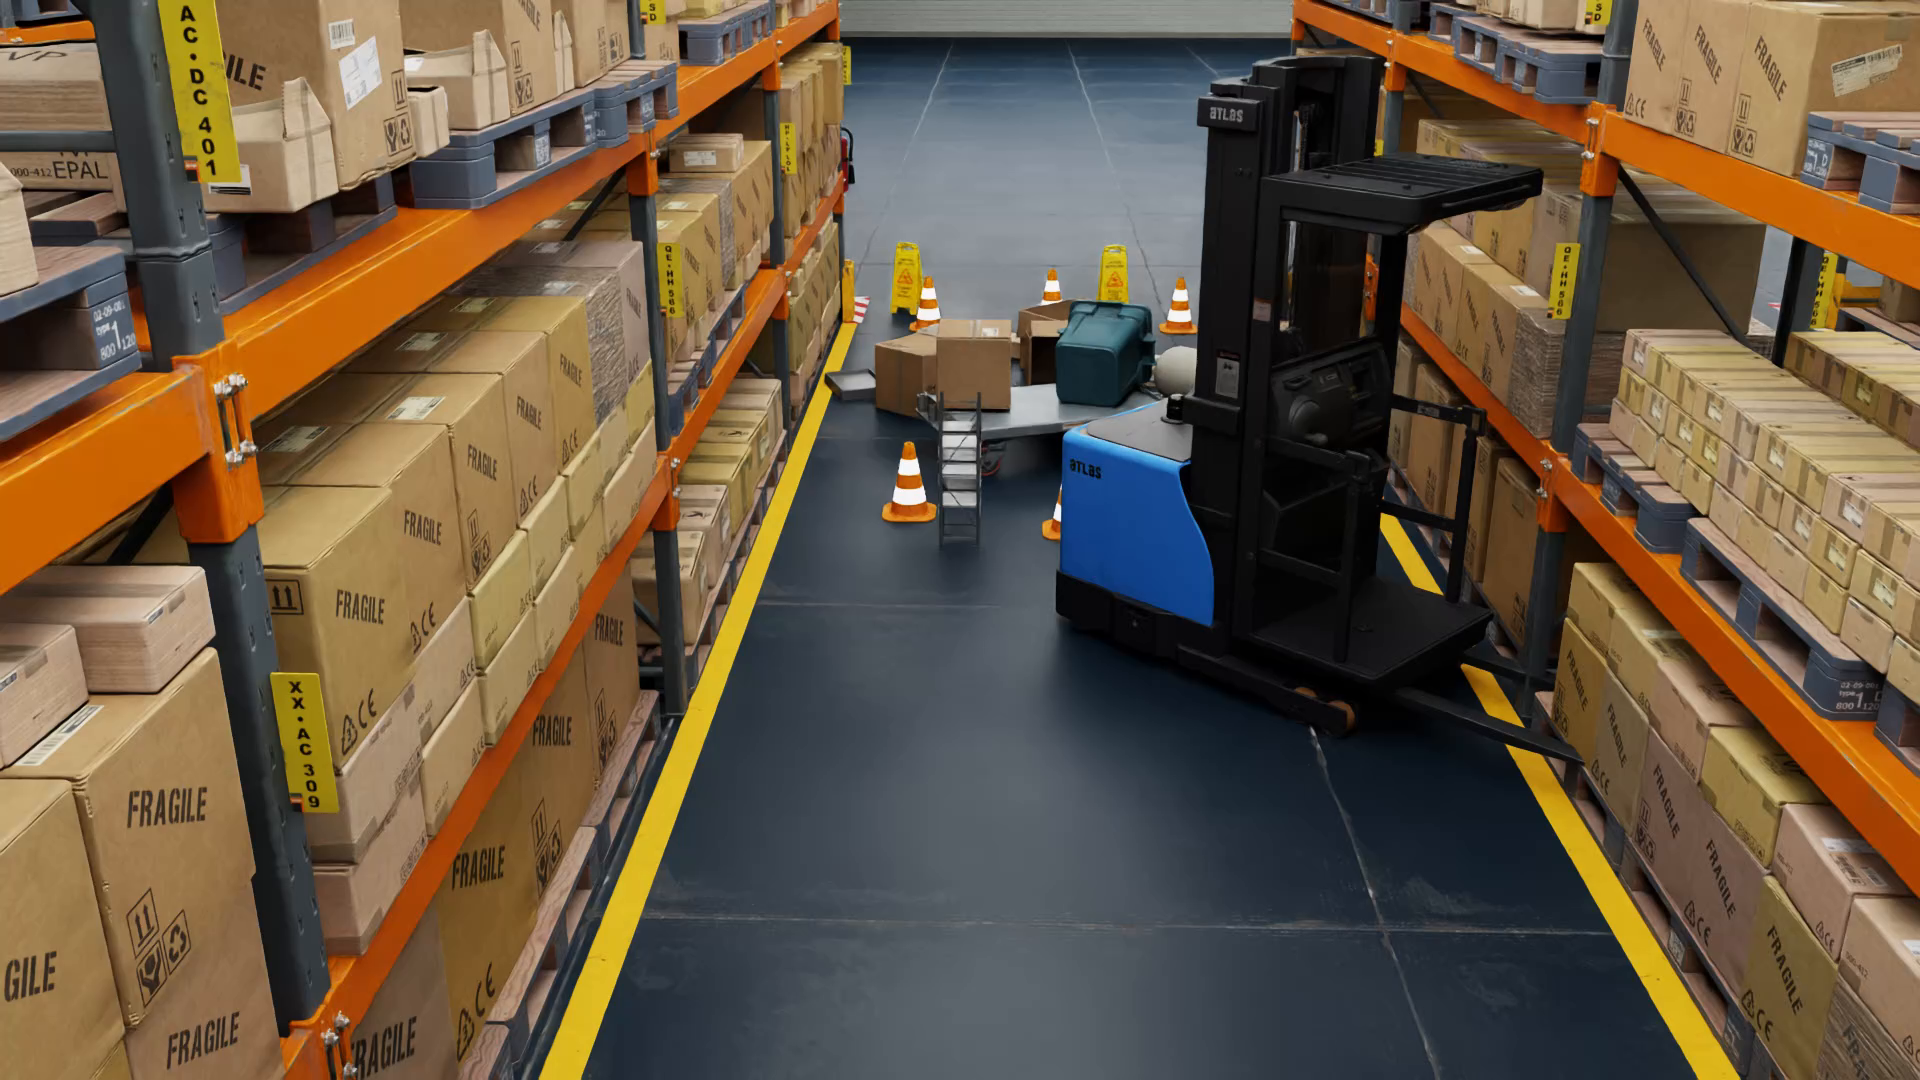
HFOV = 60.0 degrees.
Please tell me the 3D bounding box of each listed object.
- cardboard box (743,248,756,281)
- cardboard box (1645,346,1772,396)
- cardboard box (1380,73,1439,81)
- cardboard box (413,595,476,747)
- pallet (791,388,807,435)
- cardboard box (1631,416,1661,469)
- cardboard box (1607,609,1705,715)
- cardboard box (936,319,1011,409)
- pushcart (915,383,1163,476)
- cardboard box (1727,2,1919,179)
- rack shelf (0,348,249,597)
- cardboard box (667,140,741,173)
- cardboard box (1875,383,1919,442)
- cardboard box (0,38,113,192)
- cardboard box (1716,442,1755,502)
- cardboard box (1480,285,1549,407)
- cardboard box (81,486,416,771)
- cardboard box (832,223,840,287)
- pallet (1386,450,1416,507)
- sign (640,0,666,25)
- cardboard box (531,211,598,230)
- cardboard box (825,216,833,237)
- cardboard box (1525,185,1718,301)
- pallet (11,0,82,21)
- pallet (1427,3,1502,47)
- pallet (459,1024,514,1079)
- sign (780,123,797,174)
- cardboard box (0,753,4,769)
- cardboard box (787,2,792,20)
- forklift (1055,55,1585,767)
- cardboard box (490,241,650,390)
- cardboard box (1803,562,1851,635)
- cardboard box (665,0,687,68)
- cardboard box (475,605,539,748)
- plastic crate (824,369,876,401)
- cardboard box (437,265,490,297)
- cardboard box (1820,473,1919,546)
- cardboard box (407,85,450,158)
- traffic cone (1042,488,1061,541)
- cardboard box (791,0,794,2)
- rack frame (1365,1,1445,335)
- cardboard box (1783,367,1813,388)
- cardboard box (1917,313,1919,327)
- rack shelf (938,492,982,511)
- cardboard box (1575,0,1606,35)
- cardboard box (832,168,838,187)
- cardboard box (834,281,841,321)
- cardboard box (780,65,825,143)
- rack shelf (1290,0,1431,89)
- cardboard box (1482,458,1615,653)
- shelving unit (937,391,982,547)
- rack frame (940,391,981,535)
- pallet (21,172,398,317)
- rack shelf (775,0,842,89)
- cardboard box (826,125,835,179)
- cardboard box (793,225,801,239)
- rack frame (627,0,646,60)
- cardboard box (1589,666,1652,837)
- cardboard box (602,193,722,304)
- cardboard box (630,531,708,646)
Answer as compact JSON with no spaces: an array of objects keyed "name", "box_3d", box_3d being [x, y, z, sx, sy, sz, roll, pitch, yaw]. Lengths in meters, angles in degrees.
[{"name":"cardboard box","box_3d":[-1.422,-1.640,9.876,0.380,0.149,0.250,1,21,2]},{"name":"cardboard box","box_3d":[2.935,-0.661,6.530,0.380,0.149,0.250,0,21,0]},{"name":"cardboard box","box_3d":[3.370,-3.114,12.207,0.875,0.550,0.550,1,21,2]},{"name":"cardboard box","box_3d":[-1.641,0.353,4.488,0.500,0.250,0.500,1,21,2]},{"name":"pallet","box_3d":[-1.696,-0.975,12.249,1.003,0.211,1.213,1,21,2]},{"name":"cardboard box","box_3d":[2.925,-0.389,6.652,0.380,0.149,0.250,2,21,4]},{"name":"cardboard box","box_3d":[2.870,0.483,6.476,0.500,0.250,0.500,0,21,1]},{"name":"cardboard box","box_3d":[0.099,-1.210,11.410,0.500,0.500,0.500,1,21,2]},{"name":"pushcart","box_3d":[0.600,-0.802,11.574,1.648,0.377,0.936,-7,22,-17]},{"name":"cardboard box","box_3d":[2.847,-1.447,5.326,0.500,0.500,0.500,1,21,2]},{"name":"rack shelf","box_3d":[-1.985,0.521,1.386,1.077,0.370,4.000,1,21,2]},{"name":"cardboard box","box_3d":[-1.462,-2.197,9.517,0.380,0.149,0.250,0,21,-1]},{"name":"cardboard box","box_3d":[3.570,-0.459,6.009,0.380,0.149,0.250,1,21,3]},{"name":"cardboard box","box_3d":[-2.107,-1.012,3.887,0.500,0.311,0.500,1,21,2]},{"name":"cardboard box","box_3d":[2.906,-0.236,5.846,0.380,0.149,0.250,1,21,2]},{"name":"cardboard box","box_3d":[2.910,-0.960,8.218,0.500,0.500,0.500,1,21,2]},{"name":"cardboard box","box_3d":[-1.623,0.193,3.866,0.500,0.500,0.500,1,21,2]},{"name":"cardboard box","box_3d":[-1.323,-2.449,14.377,0.500,0.500,0.500,1,21,2]},{"name":"pallet","box_3d":[3.322,-0.434,10.855,1.003,0.211,1.213,1,21,2]},{"name":"sign","box_3d":[-1.248,-2.252,6.716,0.100,0.325,0.005,1,21,2]},{"name":"cardboard box","box_3d":[-2.062,-1.321,8.156,0.500,0.500,0.500,0,21,1]},{"name":"cardboard box","box_3d":[-1.267,-2.617,13.915,0.380,0.149,0.250,1,21,3]},{"name":"cardboard box","box_3d":[3.186,-1.425,8.034,0.700,0.500,0.500,0,21,1]},{"name":"pallet","box_3d":[-6.642,-3.750,11.524,1.003,0.211,1.213,1,21,2]},{"name":"pallet","box_3d":[3.292,-2.991,9.708,0.805,0.209,1.217,0,21,-1]},{"name":"pallet","box_3d":[-1.976,1.881,4.888,1.003,0.211,1.213,1,21,2]},{"name":"sign","box_3d":[-1.126,-2.566,10.896,0.100,0.325,0.005,1,21,2]},{"name":"cardboard box","box_3d":[-1.749,0.345,2.576,0.380,0.149,0.250,1,21,2]},{"name":"cardboard box","box_3d":[-1.399,-3.794,11.861,0.380,0.149,0.250,0,21,0]},{"name":"forklift","box_3d":[1.901,-0.668,7.698,1.130,2.935,3.031,-20,29,-41]},{"name":"cardboard box","box_3d":[-1.557,-0.908,6.702,0.500,0.500,0.500,0,21,0]},{"name":"cardboard box","box_3d":[2.877,0.184,5.176,0.380,0.149,0.250,2,21,4]},{"name":"cardboard box","box_3d":[-1.784,-2.583,8.251,0.797,0.503,0.637,1,21,2]},{"name":"cardboard box","box_3d":[-1.601,0.403,5.052,0.500,0.250,0.500,0,21,1]},{"name":"plastic crate","box_3d":[-0.813,-1.229,13.085,0.402,0.080,0.583,-7,22,-17]},{"name":"cardboard box","box_3d":[-2.067,-0.743,6.276,0.500,0.500,0.500,1,21,2]},{"name":"cardboard box","box_3d":[2.884,-0.095,5.072,0.380,0.149,0.250,0,21,-1]},{"name":"cardboard box","box_3d":[-1.536,-1.078,4.256,0.380,0.166,0.250,-1,21,-2]},{"name":"traffic cone","box_3d":[0.672,-0.269,10.083,0.336,0.463,0.334,1,21,2]},{"name":"cardboard box","box_3d":[-1.387,-3.841,11.431,0.500,0.250,0.500,0,21,1]},{"name":"rack frame","box_3d":[3.270,-2.013,11.071,1.000,3.000,0.127,1,21,2]},{"name":"cardboard box","box_3d":[3.589,-0.601,6.786,0.380,0.149,0.250,1,21,3]},{"name":"cardboard box","box_3d":[8.327,-1.957,13.801,0.500,0.500,0.500,6,22,16]},{"name":"rack shelf","box_3d":[0.000,-0.218,9.936,0.258,0.077,0.200,1,21,2]},{"name":"cardboard box","box_3d":[2.947,-2.318,7.314,0.380,0.166,0.250,1,21,2]},{"name":"cardboard box","box_3d":[-1.253,-3.130,14.297,0.380,0.149,0.250,0,21,1]},{"name":"cardboard box","box_3d":[-1.315,-2.088,14.483,0.500,0.250,0.500,1,21,1]},{"name":"cardboard box","box_3d":[-1.371,-3.205,12.211,0.700,0.500,0.500,0,21,0]},{"name":"rack shelf","box_3d":[3.331,-3.800,12.522,1.077,0.370,4.000,1,21,2]},{"name":"cardboard box","box_3d":[3.257,0.067,8.240,1.050,0.750,0.750,0,21,1]},{"name":"shelving unit","box_3d":[0.000,-0.417,9.859,0.258,0.900,0.210,1,21,2]},{"name":"rack frame","box_3d":[0.003,-0.453,9.953,0.240,0.900,0.006,1,21,2]},{"name":"pallet","box_3d":[-1.945,-0.780,4.010,0.805,0.209,1.217,0,21,-1]},{"name":"rack shelf","box_3d":[-1.620,-3.817,12.569,1.077,0.370,4.000,1,21,2]},{"name":"cardboard box","box_3d":[-1.320,-3.283,13.793,0.500,0.500,0.500,1,21,2]},{"name":"cardboard box","box_3d":[-1.375,-2.302,12.162,0.380,0.149,0.250,1,21,3]},{"name":"rack frame","box_3d":[-1.802,-3.382,6.305,1.000,3.000,0.127,1,21,2]},{"name":"cardboard box","box_3d":[2.860,0.837,6.600,0.500,0.500,0.500,1,21,2]},{"name":"cardboard box","box_3d":[-1.539,-1.507,8.636,0.500,0.500,0.500,1,21,3]},{"name":"cardboard box","box_3d":[-1.775,0.240,8.316,0.950,0.372,0.625,-1,21,-2]}]
